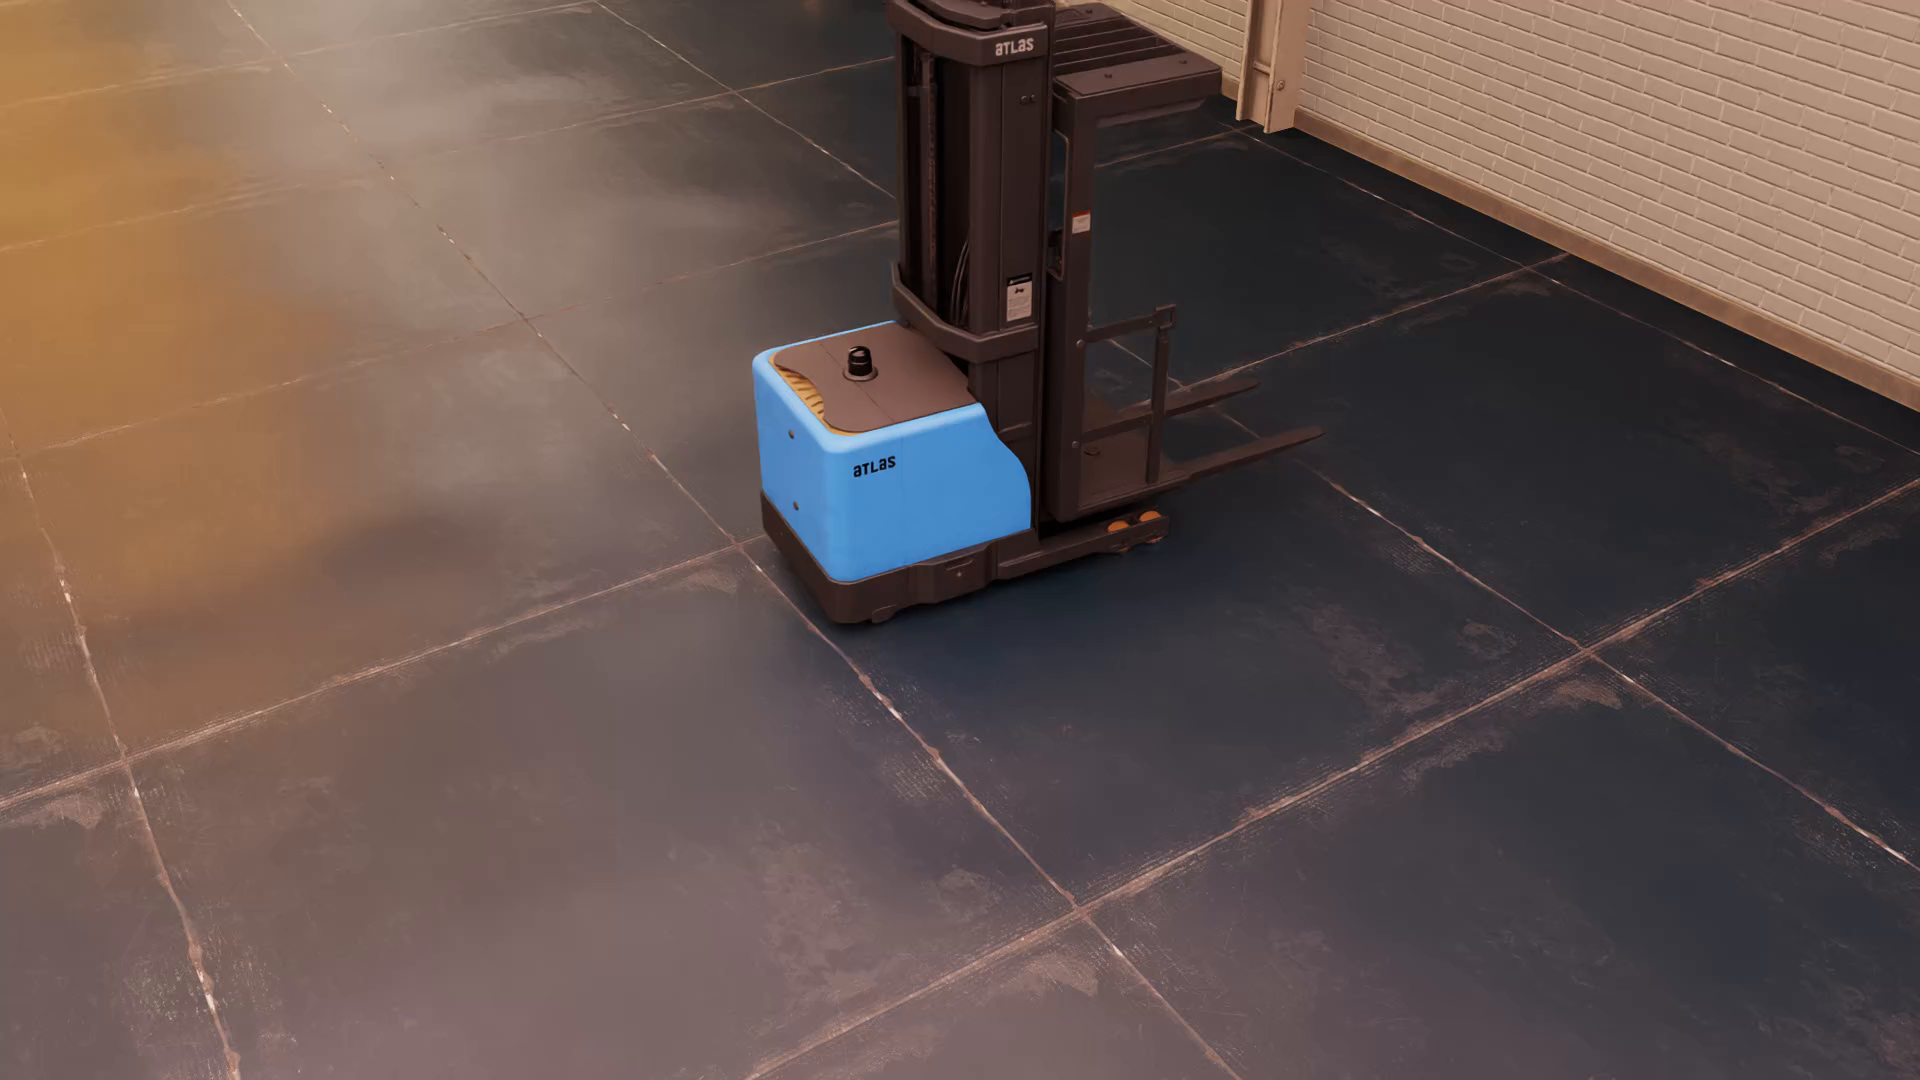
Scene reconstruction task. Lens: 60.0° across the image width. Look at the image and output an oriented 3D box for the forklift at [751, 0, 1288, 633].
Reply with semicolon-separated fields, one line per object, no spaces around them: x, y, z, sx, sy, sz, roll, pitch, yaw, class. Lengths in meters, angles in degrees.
0.457;-1.437;8.192;3.031;2.935;1.130;-24;41;-30;forklift
